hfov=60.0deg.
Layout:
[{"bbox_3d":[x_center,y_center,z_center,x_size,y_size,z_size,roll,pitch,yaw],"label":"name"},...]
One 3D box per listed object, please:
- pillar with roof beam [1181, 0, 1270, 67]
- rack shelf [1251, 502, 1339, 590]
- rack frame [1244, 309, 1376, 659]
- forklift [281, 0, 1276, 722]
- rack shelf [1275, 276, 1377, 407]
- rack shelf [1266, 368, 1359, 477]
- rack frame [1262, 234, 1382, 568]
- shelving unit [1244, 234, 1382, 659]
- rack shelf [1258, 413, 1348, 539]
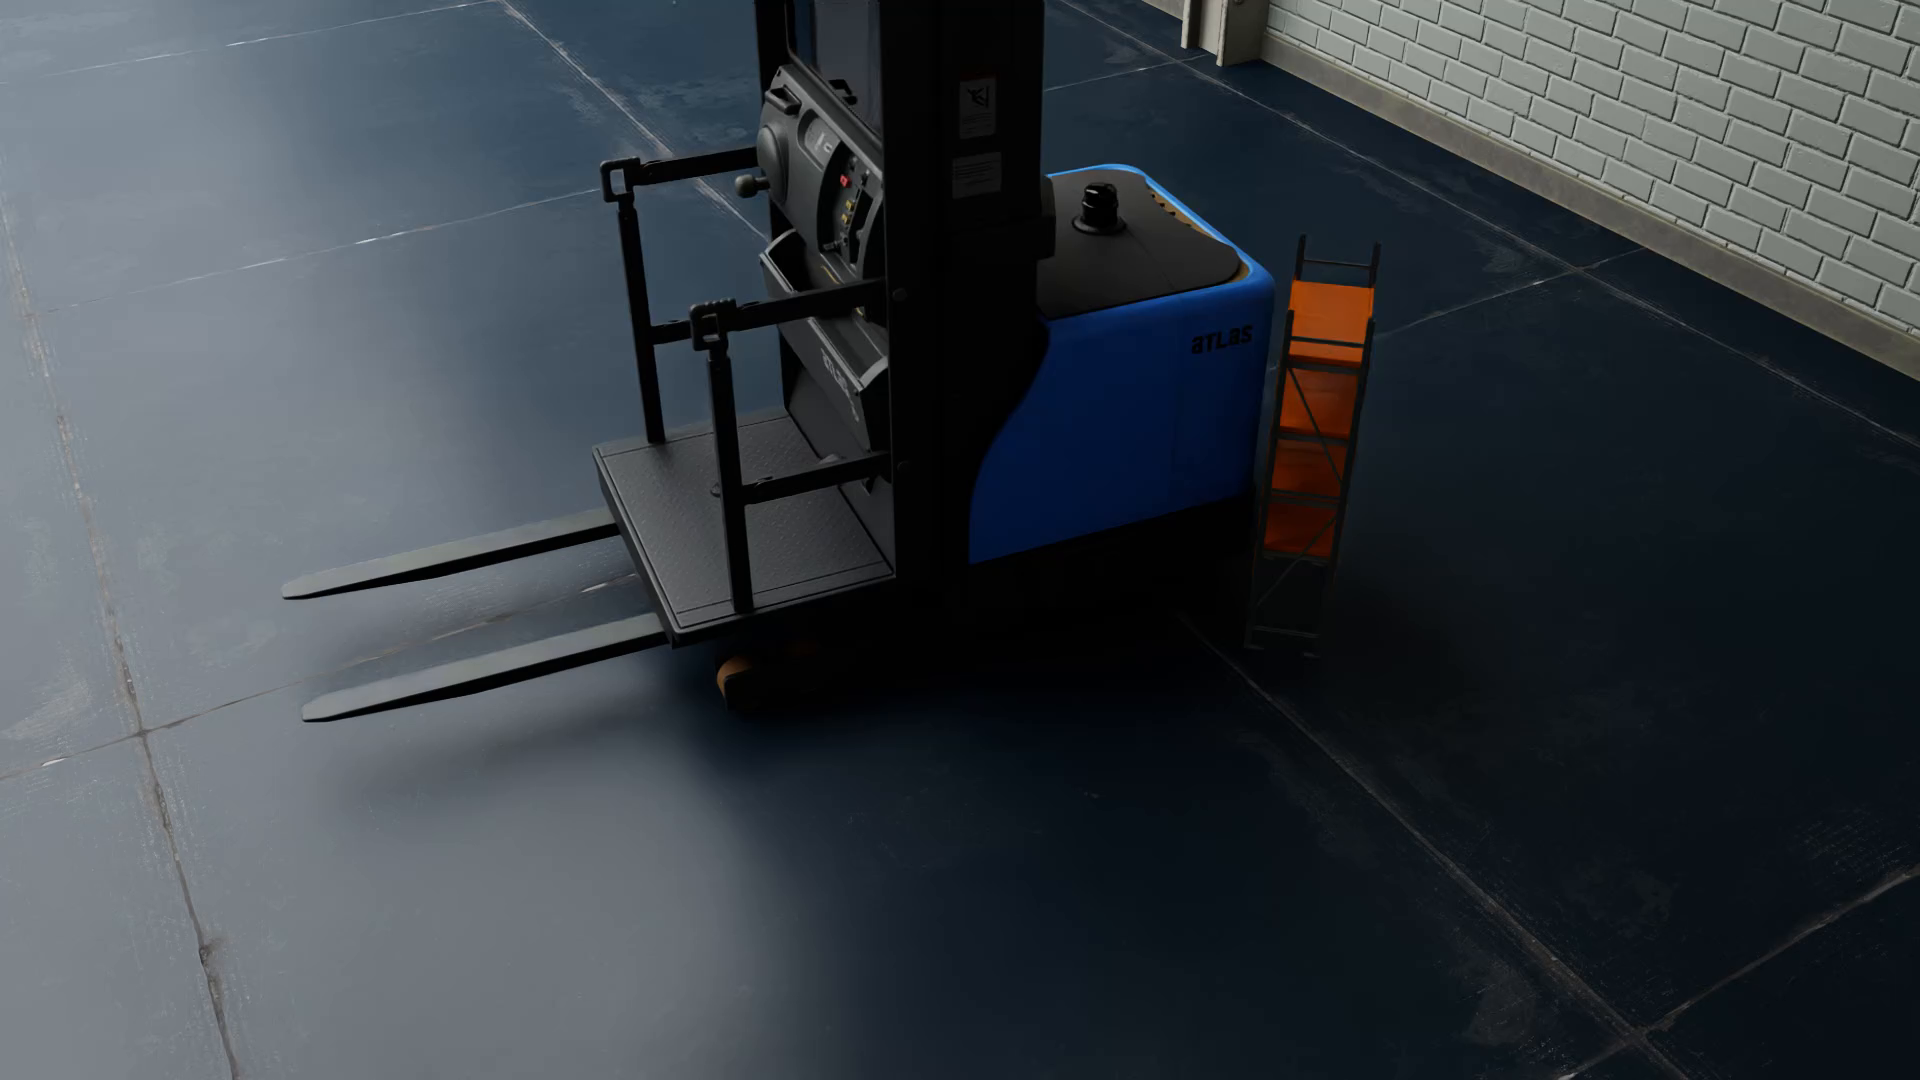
[{"bbox_3d":[-2.206,-5.185,5.219,9.100,9.000,0.400,-19,40,-24],"label":"pillar with roof beam"},{"bbox_3d":[1.075,-0.055,5.258,0.258,0.148,0.480,8,37,11],"label":"rack shelf"},{"bbox_3d":[1.018,-0.131,4.909,0.240,1.200,0.015,8,37,11],"label":"rack frame"},{"bbox_3d":[-0.588,-1.027,4.671,3.031,2.935,1.130,-14,38,-19],"label":"forklift"},{"bbox_3d":[1.074,-0.588,4.870,0.258,0.148,0.480,8,37,11],"label":"rack shelf"},{"bbox_3d":[1.074,-0.397,5.010,0.258,0.148,0.480,8,37,11],"label":"rack shelf"},{"bbox_3d":[1.131,-0.410,5.294,0.240,1.200,0.015,8,37,11],"label":"rack frame"},{"bbox_3d":[1.075,-0.270,5.101,0.258,1.200,0.503,8,37,11],"label":"shelving unit"},{"bbox_3d":[1.075,-0.216,5.141,0.258,0.148,0.480,8,37,11],"label":"rack shelf"}]
